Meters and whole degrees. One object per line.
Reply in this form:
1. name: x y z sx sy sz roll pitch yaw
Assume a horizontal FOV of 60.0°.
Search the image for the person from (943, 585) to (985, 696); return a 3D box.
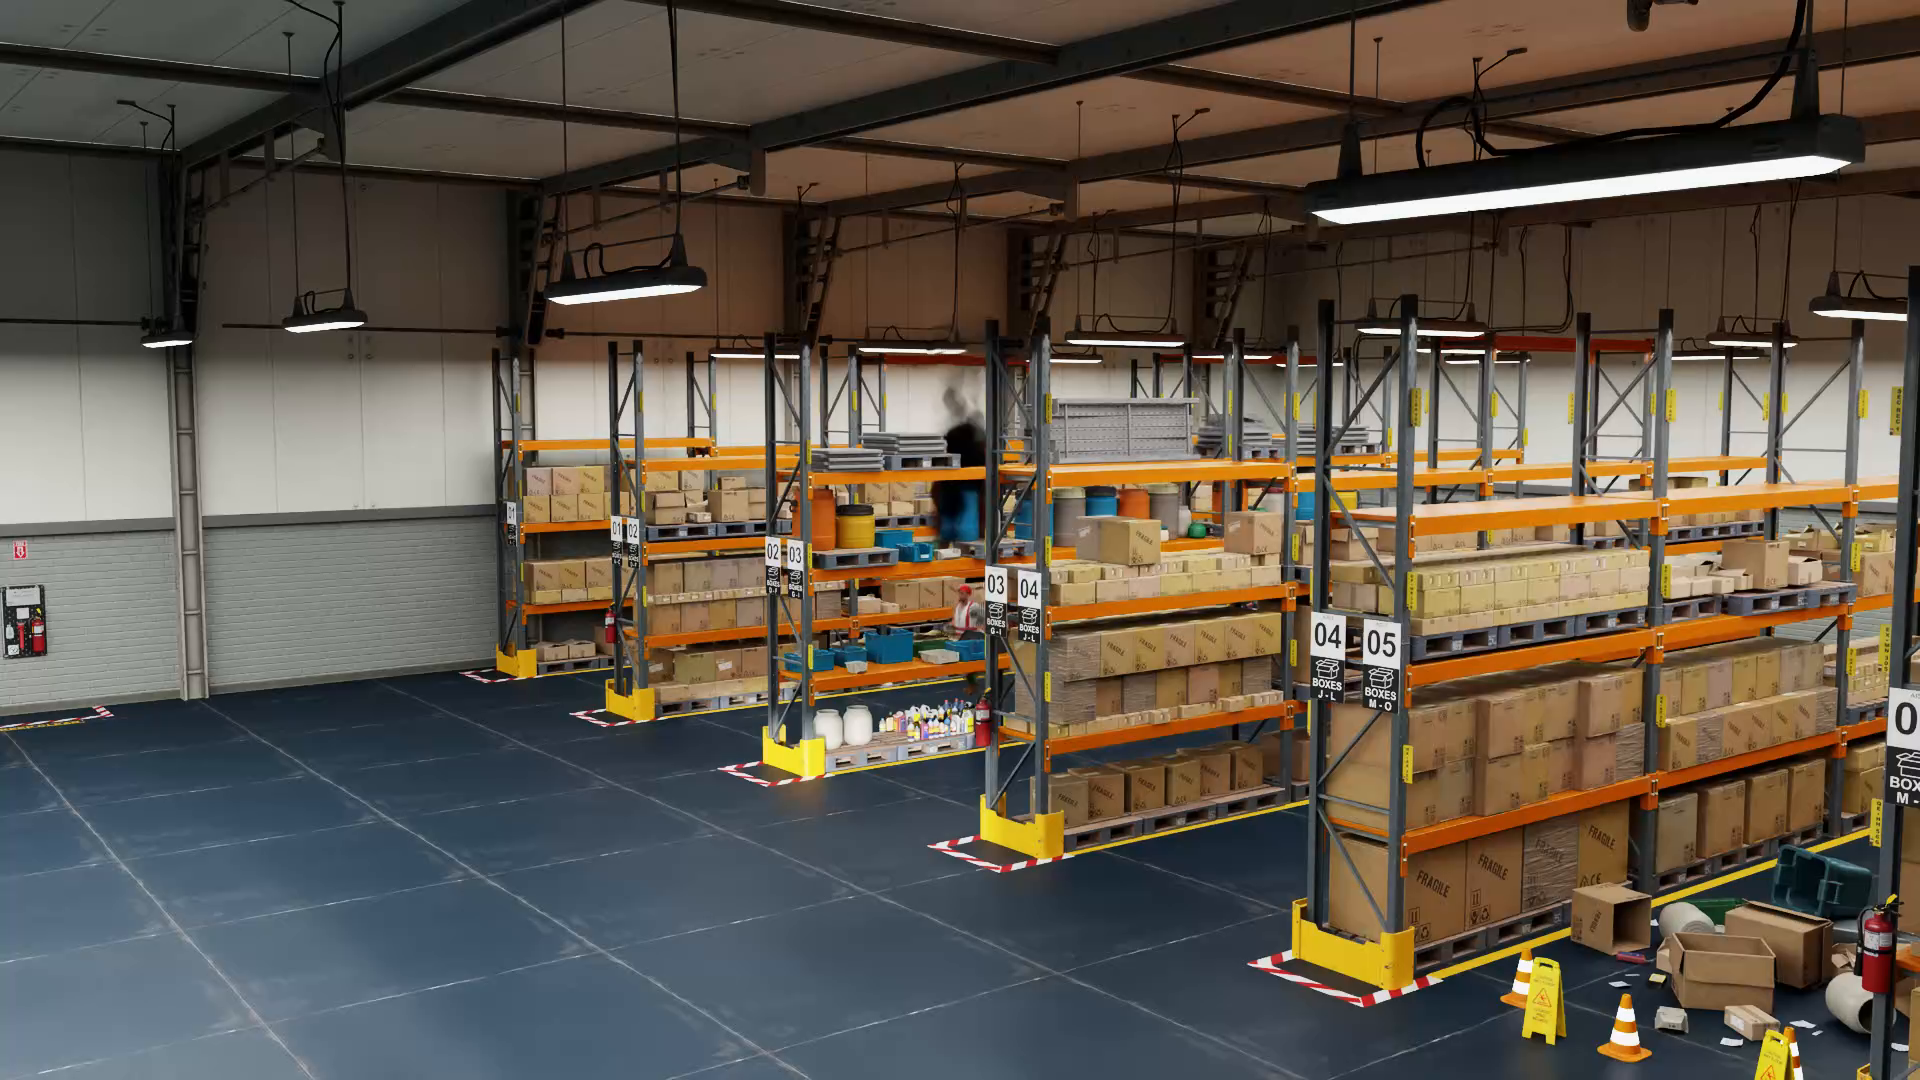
1. person: 0.055 1.635 27.045 0.642 1.813 0.648 -4 7 -41
